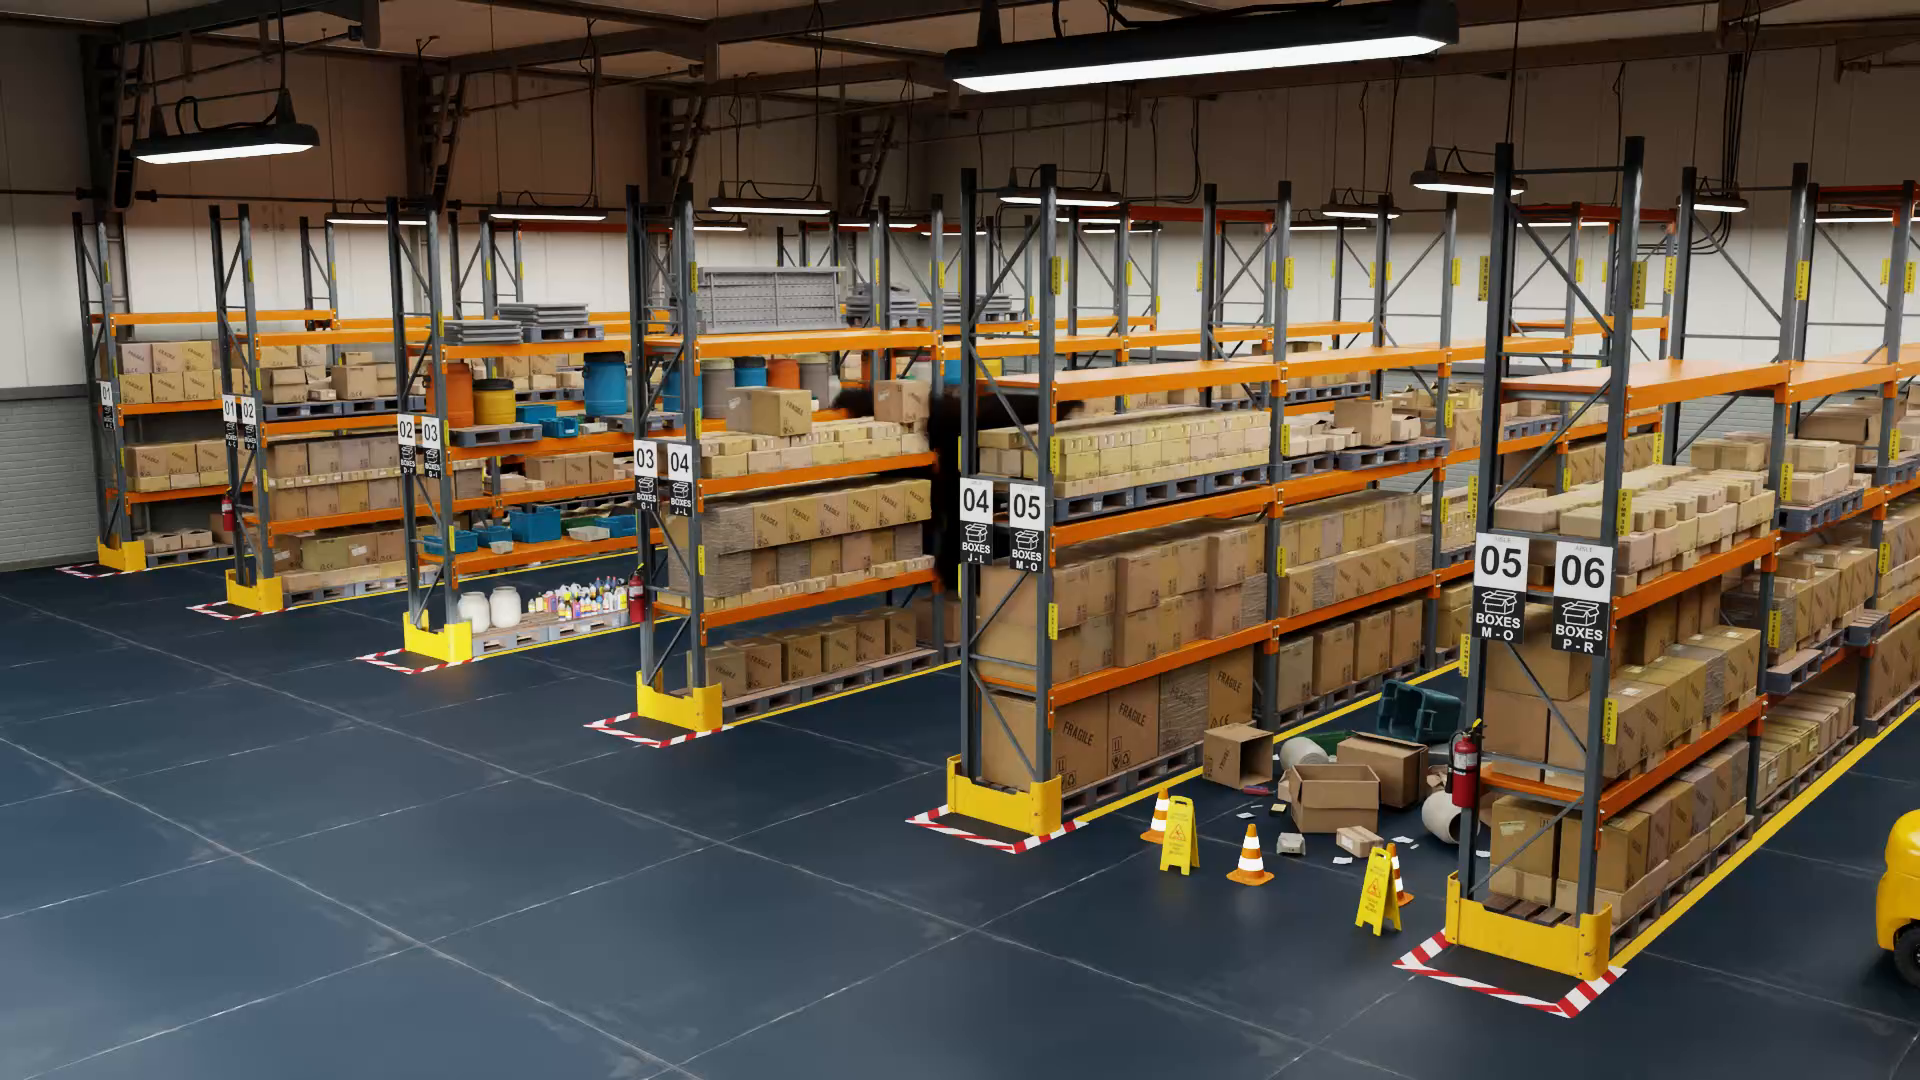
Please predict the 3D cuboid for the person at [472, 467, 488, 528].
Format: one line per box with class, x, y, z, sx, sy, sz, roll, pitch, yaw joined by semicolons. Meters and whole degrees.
person;-8.862;-0.736;30.600;0.613;1.764;0.495;-2;10;-14
